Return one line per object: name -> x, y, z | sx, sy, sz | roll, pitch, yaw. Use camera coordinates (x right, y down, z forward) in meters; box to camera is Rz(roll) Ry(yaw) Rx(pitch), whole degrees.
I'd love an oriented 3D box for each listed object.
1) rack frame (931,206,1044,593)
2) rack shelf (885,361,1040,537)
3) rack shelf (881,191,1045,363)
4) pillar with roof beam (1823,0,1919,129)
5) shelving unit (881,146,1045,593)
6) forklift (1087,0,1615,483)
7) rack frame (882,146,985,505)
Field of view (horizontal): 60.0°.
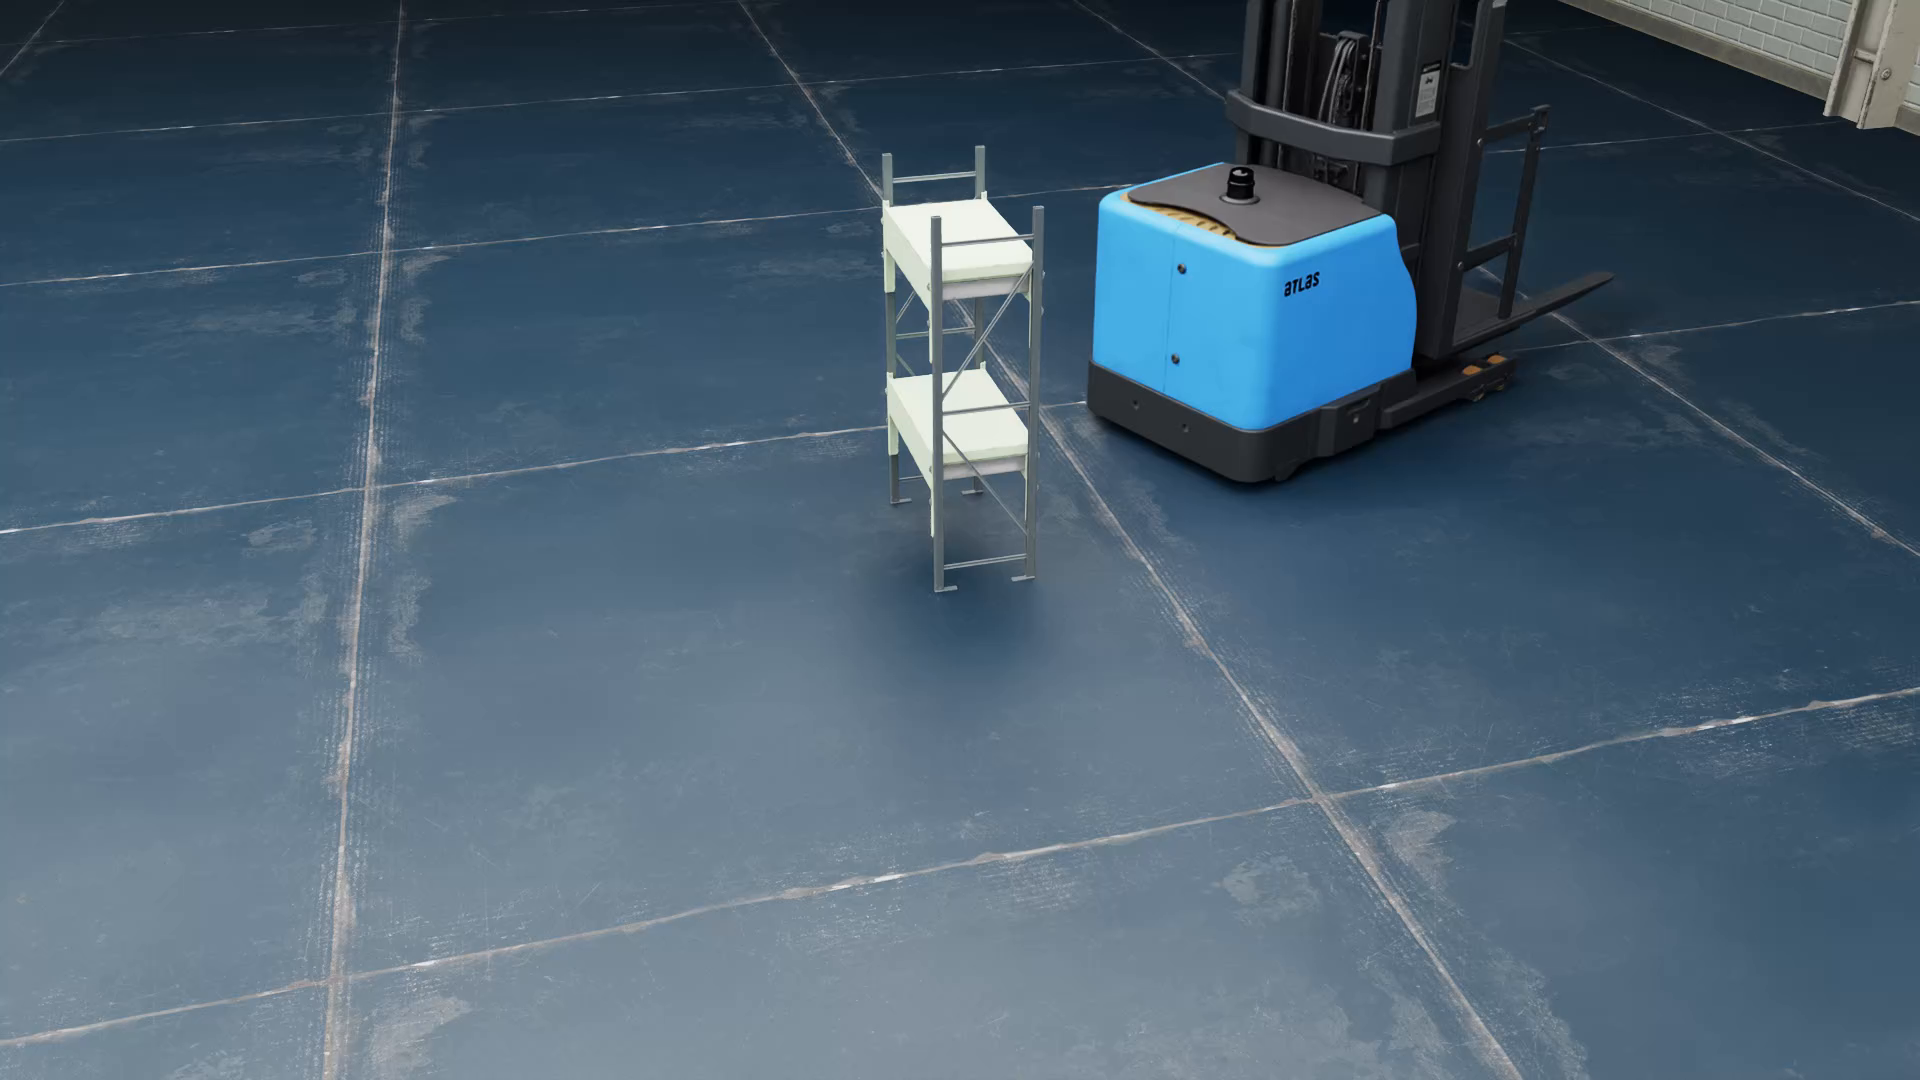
rack frame -> 0.095, -0.476, 6.074 | 0.400, 1.500, 0.023 | -8, 31, -13
rack shelf -> -0.002, -0.370, 6.543 | 0.431, 0.370, 0.720 | -8, 31, -13
rack shelf -> -0.002, -0.990, 6.184 | 0.431, 0.370, 0.720 | -8, 31, -13
pillar with roof beam -> 2.328, -6.347, 8.732 | 9.100, 9.000, 0.400 | -8, 31, -13
shelving unit -> -0.002, -0.652, 6.380 | 0.431, 1.500, 0.755 | -8, 31, -13
forklift -> 2.046, -2.110, 7.469 | 3.031, 2.935, 1.130 | -22, 37, -33
rack frame -> -0.099, -0.829, 6.685 | 0.400, 1.500, 0.023 | -8, 31, -13
